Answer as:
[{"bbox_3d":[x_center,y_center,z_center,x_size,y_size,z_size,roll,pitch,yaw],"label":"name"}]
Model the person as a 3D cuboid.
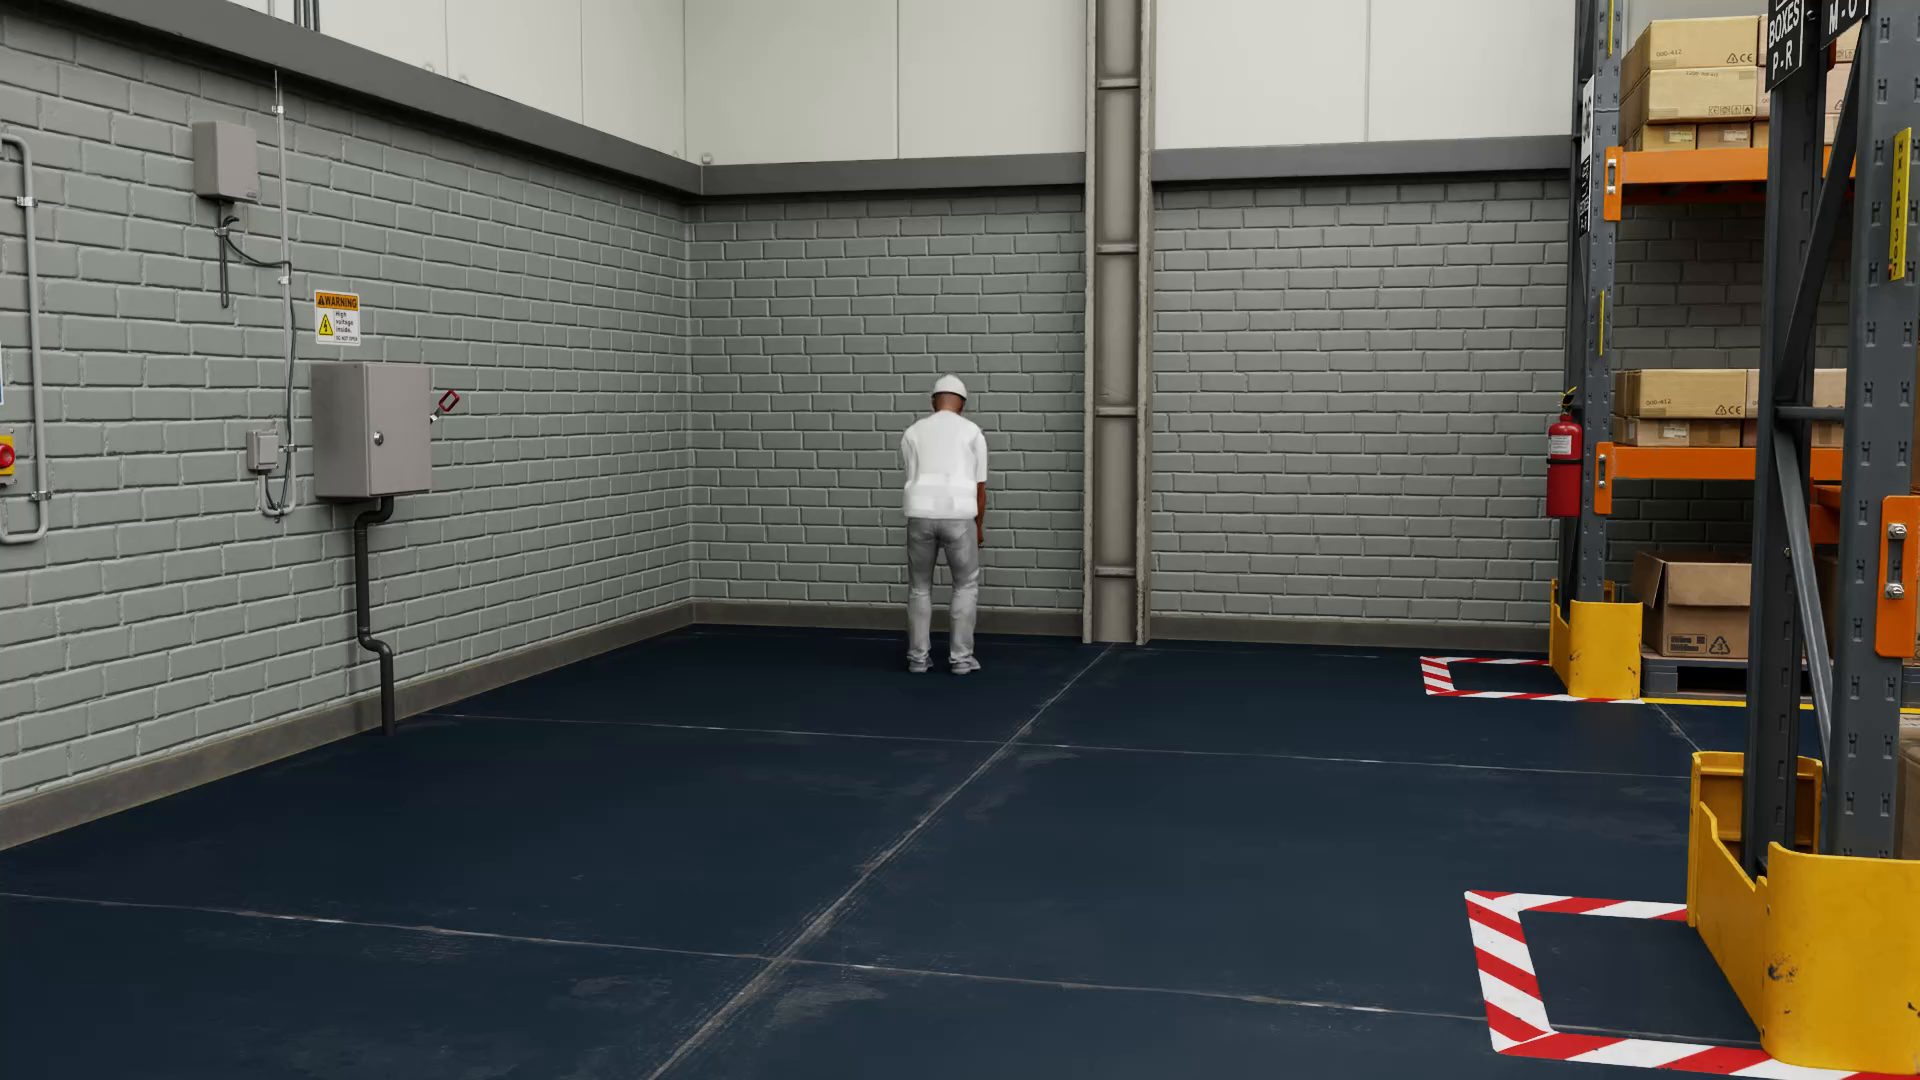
[{"bbox_3d":[-0.094,-0.104,9.549,0.488,1.693,0.636,1,5,13],"label":"person"}]
